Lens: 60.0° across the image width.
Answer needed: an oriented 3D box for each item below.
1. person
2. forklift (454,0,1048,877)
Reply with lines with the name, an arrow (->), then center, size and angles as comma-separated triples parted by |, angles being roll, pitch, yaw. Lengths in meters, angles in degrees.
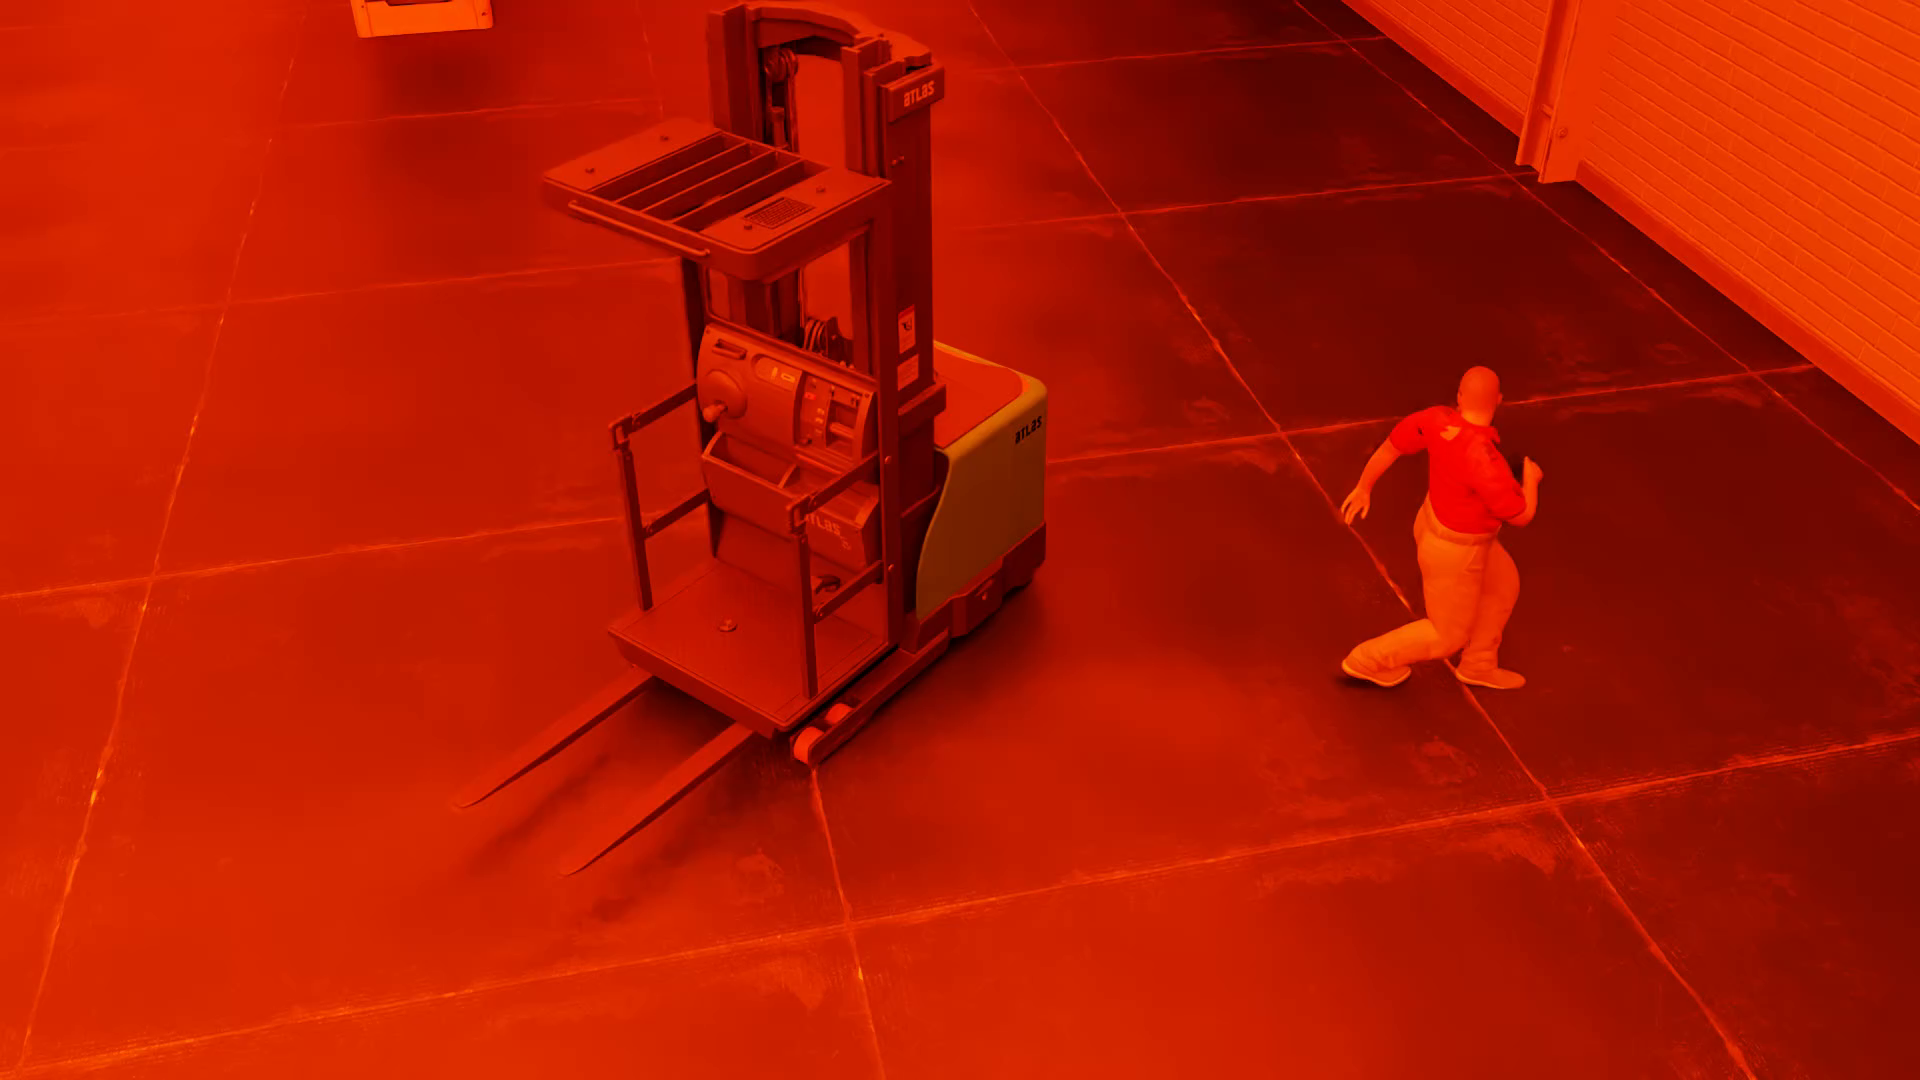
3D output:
person -> 2.144, -0.007, 7.201 | 0.925, 1.652, 0.567 | 2, 36, 3
forklift -> -0.865, -0.539, 6.800 | 1.130, 2.935, 3.031 | 24, 42, 29
